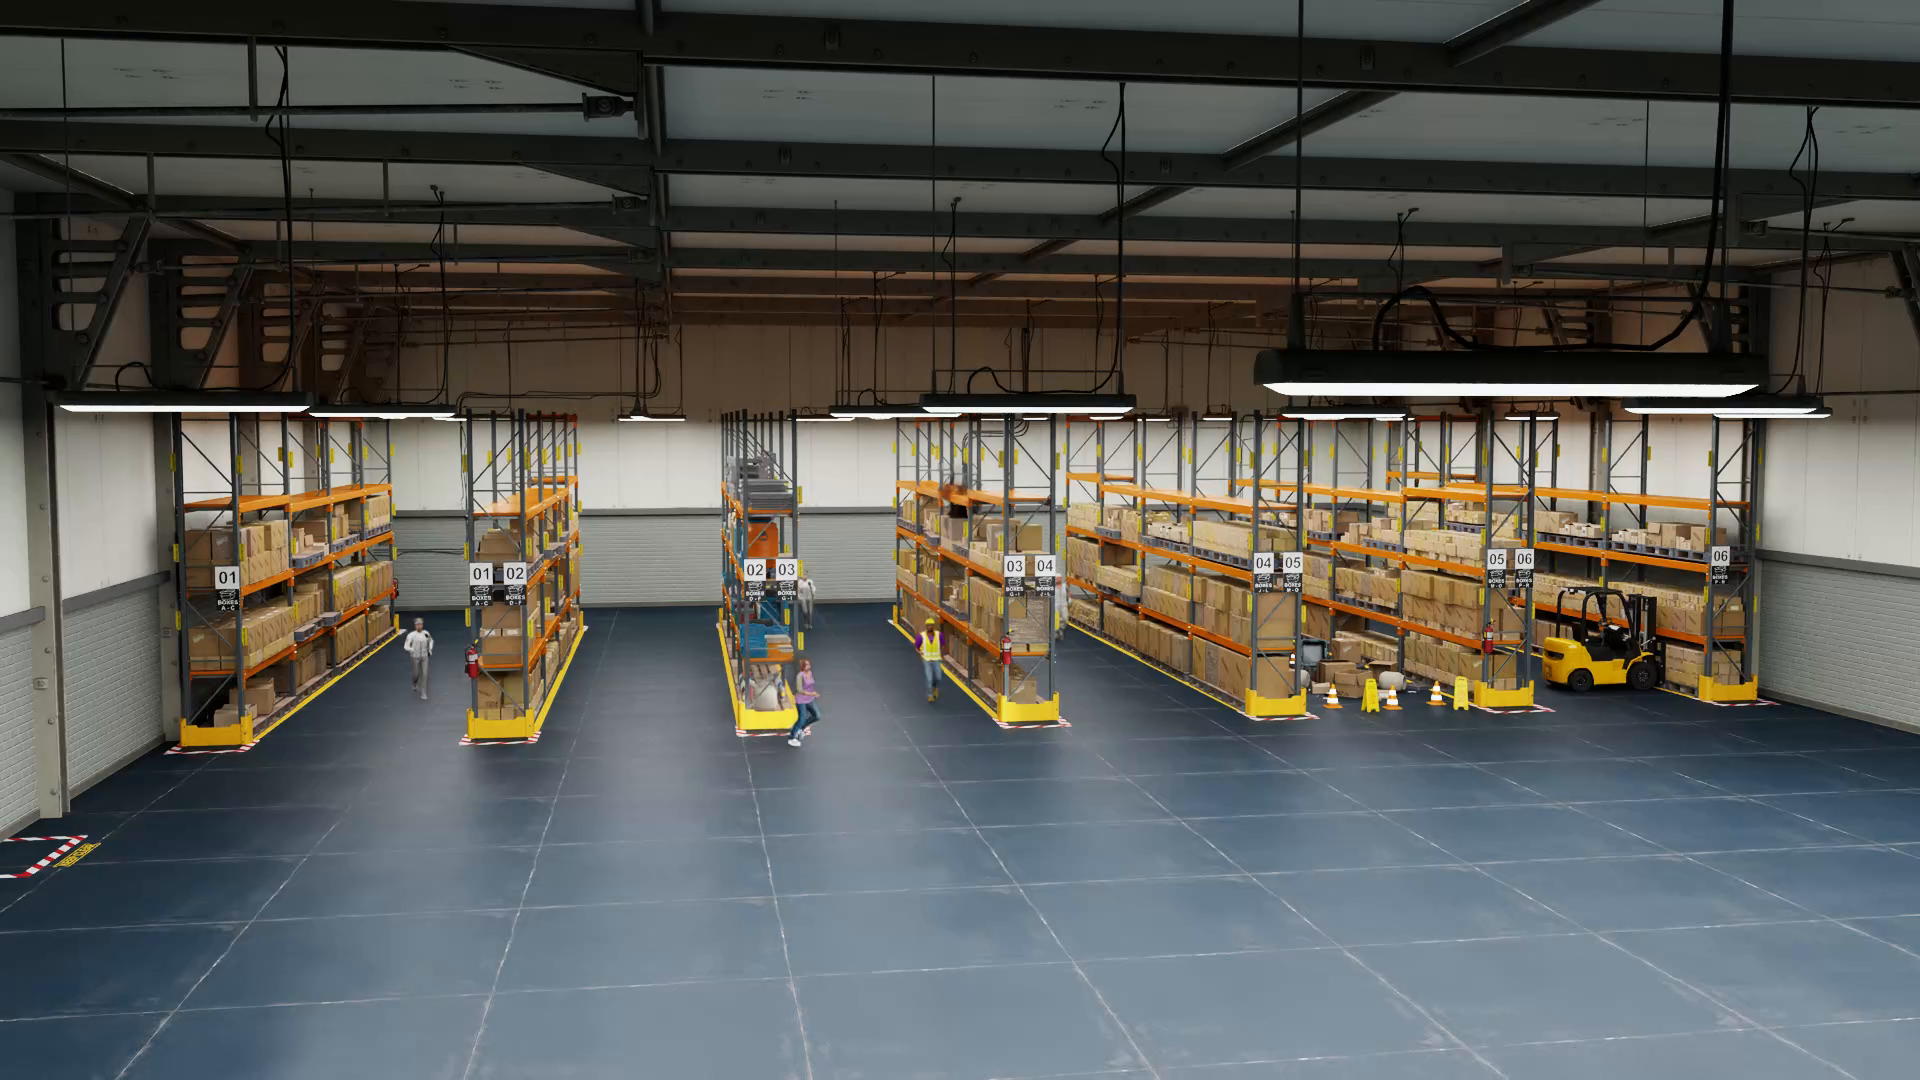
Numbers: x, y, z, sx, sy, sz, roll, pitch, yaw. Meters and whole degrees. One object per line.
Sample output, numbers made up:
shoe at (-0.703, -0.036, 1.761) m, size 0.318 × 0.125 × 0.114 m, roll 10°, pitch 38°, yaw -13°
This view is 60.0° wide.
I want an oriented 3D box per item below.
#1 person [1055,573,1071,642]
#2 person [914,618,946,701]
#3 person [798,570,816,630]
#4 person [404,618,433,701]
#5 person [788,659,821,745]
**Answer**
person at (2.630, 1.780, 43.940) m, size 0.662 × 1.801 × 0.710 m, roll 0°, pitch 4°, yaw -4°
person at (-0.591, 2.471, 34.176) m, size 0.674 × 1.721 × 0.569 m, roll -1°, pitch 4°, yaw -8°
person at (-4.295, 1.674, 46.301) m, size 0.632 × 1.690 × 0.635 m, roll -1°, pitch 4°, yaw -20°
person at (-11.265, 2.461, 34.685) m, size 0.618 × 1.687 × 0.896 m, roll -2°, pitch 5°, yaw -28°
person at (-2.734, 2.880, 29.571) m, size 0.695 × 1.557 × 0.570 m, roll 2°, pitch 5°, yaw 31°
